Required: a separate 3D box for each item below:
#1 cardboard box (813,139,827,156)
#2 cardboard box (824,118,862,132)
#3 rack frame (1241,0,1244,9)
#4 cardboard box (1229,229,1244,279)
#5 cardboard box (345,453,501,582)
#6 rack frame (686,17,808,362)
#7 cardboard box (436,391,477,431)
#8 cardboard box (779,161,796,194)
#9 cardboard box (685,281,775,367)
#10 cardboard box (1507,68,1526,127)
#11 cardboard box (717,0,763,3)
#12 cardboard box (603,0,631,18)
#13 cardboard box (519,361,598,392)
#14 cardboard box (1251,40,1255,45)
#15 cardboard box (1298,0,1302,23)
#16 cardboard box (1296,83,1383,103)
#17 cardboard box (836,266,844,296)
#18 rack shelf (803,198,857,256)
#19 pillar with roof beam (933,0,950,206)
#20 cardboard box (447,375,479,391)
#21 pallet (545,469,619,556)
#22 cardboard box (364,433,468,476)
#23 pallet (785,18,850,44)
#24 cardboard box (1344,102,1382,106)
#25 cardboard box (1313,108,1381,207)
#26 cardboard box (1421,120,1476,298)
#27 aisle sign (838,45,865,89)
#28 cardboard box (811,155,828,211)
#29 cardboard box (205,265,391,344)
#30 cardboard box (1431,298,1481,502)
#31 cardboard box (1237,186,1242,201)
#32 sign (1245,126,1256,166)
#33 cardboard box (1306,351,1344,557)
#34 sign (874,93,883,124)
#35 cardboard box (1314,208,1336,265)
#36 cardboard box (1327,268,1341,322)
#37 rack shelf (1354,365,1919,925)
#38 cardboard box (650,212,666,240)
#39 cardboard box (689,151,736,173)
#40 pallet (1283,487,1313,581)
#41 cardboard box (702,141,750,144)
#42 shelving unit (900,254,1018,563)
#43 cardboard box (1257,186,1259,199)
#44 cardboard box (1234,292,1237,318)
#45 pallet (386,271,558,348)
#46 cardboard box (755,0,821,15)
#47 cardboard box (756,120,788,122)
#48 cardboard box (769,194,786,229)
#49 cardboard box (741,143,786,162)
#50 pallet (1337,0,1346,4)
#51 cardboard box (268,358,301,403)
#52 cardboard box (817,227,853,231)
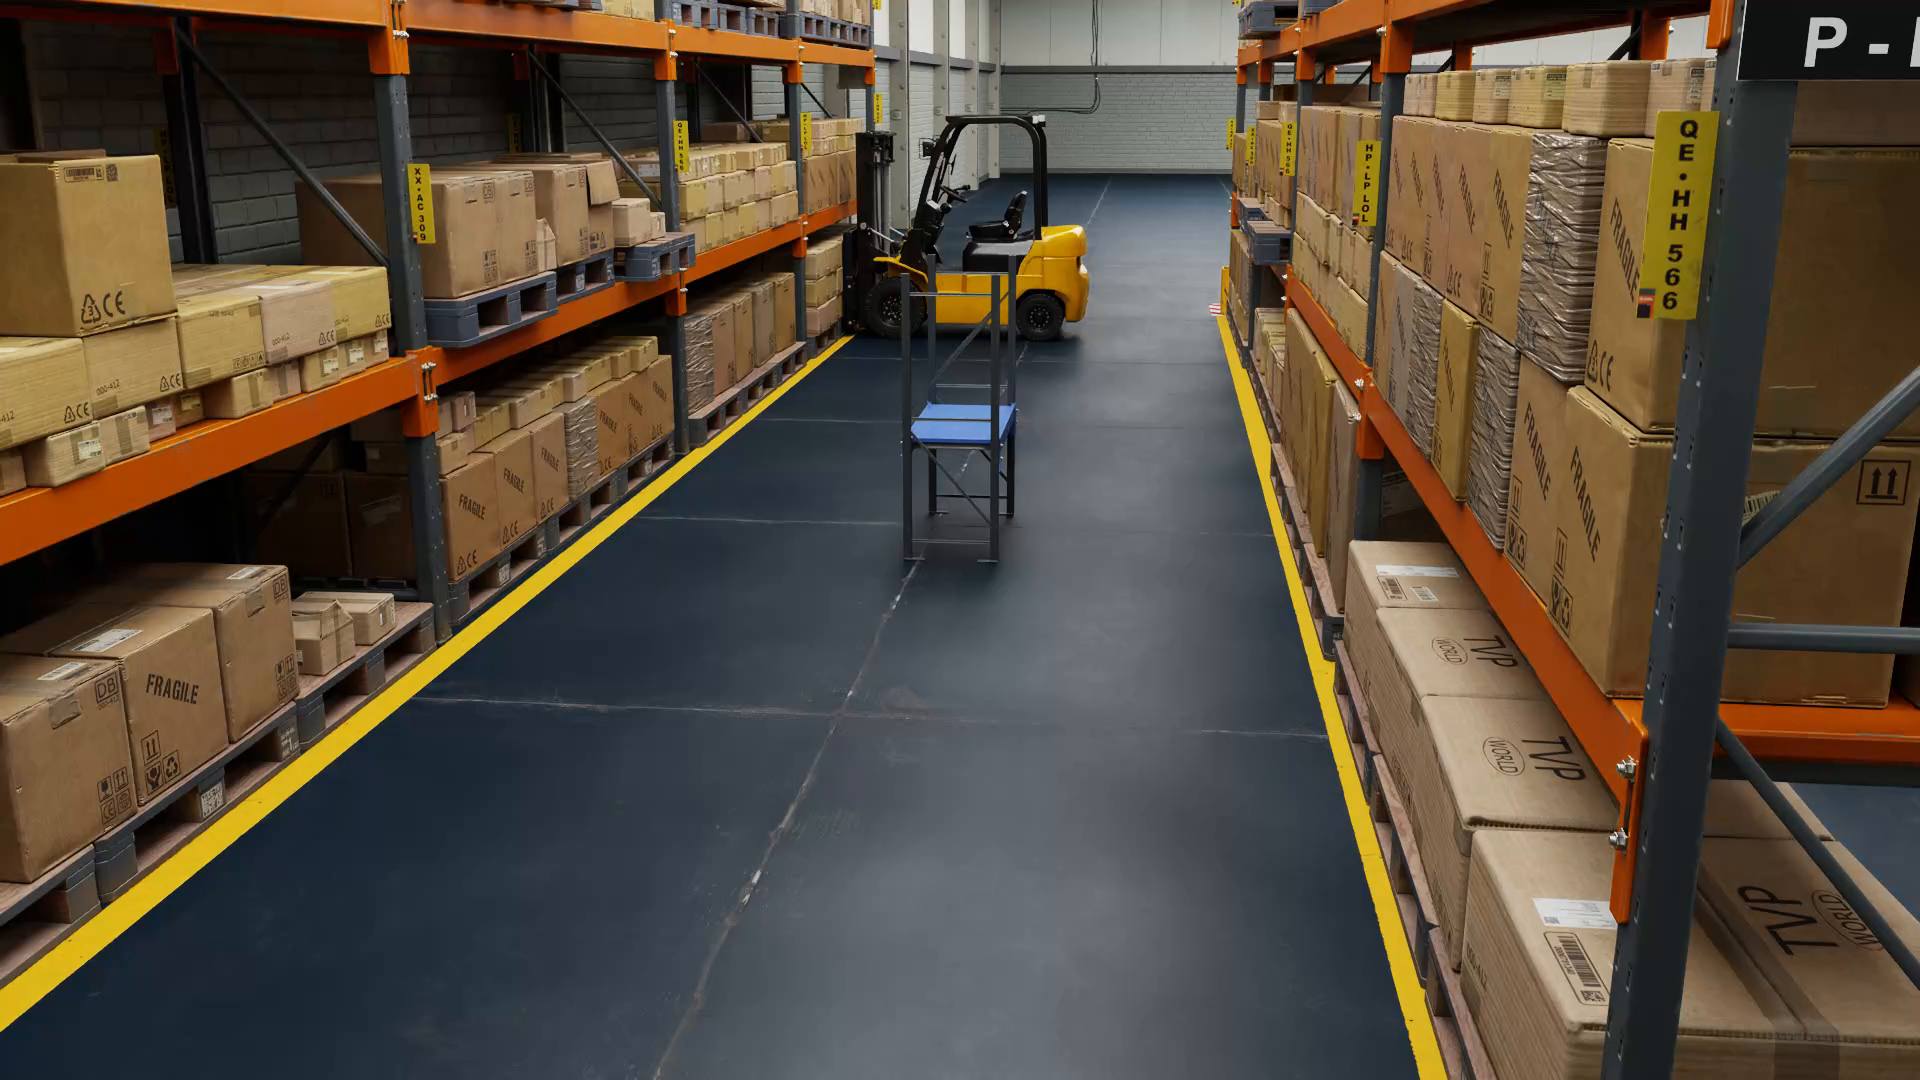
[{"bbox_3d":[-1.468,-3.713,15.712,0.380,0.149,0.250,2,15,7],"label":"cardboard box"},{"bbox_3d":[-1.276,-4.522,18.136,0.380,0.149,0.250,2,15,6],"label":"cardboard box"},{"bbox_3d":[3.487,-6.867,17.319,1.000,3.000,0.127,2,15,6],"label":"rack frame"},{"bbox_3d":[3.119,-3.001,17.541,0.500,0.500,0.500,1,15,4],"label":"cardboard box"},{"bbox_3d":[-2.521,-0.119,7.840,0.500,0.500,0.500,2,15,9],"label":"cardboard box"},{"bbox_3d":[-1.897,-3.079,14.802,1.000,3.000,0.127,2,15,6],"label":"rack frame"},{"bbox_3d":[-2.513,-0.611,7.846,0.380,0.149,0.250,1,15,4],"label":"cardboard box"},{"bbox_3d":[-1.698,-3.113,14.258,0.500,0.250,0.500,1,15,5],"label":"cardboard box"},{"bbox_3d":[-2.039,-1.799,13.812,0.875,0.625,0.625,2,15,6],"label":"cardboard box"},{"bbox_3d":[1.661,-1.165,4.372,0.380,0.149,0.250,2,15,8],"label":"cardboard box"},{"bbox_3d":[-1.823,-4.341,12.897,0.500,0.311,0.500,1,15,4],"label":"cardboard box"},{"bbox_3d":[-2.221,-3.146,9.593,0.500,0.250,0.500,2,15,6],"label":"cardboard box"},{"bbox_3d":[-2.328,-0.945,9.650,0.380,0.149,0.250,1,15,5],"label":"cardboard box"},{"bbox_3d":[2.996,-4.817,15.963,0.380,0.149,0.250,1,15,5],"label":"cardboard box"},{"bbox_3d":[2.728,-3.791,11.489,0.797,0.503,0.637,2,15,6],"label":"cardboard box"},{"bbox_3d":[3.301,-3.716,14.481,0.700,0.500,0.500,2,15,6],"label":"cardboard box"},{"bbox_3d":[-1.412,-2.573,16.435,0.500,0.250,0.500,2,15,6],"label":"cardboard box"},{"bbox_3d":[-1.671,-3.250,16.814,1.077,0.370,4.000,2,15,6],"label":"rack shelf"},{"bbox_3d":[3.889,-11.400,34.082,9.100,9.000,0.400,2,15,6],"label":"pillar with roof beam"},{"bbox_3d":[-2.882,-0.819,9.185,0.380,0.149,0.250,1,15,4],"label":"cardboard box"},{"bbox_3d":[-2.610,-0.187,9.451,1.003,0.211,1.213,2,15,6],"label":"pallet"},{"bbox_3d":[-2.494,-0.398,7.631,0.380,0.149,0.250,2,15,9],"label":"cardboard box"},{"bbox_3d":[-1.686,-5.022,16.410,1.003,0.211,1.213,2,15,6],"label":"pallet"},{"bbox_3d":[3.136,-3.264,12.678,0.380,0.149,0.250,1,15,4],"label":"cardboard box"},{"bbox_3d":[2.166,-2.044,8.867,0.500,0.500,0.500,2,15,8],"label":"cardboard box"},{"bbox_3d":[1.707,-1.010,5.044,0.500,0.500,0.500,2,15,7],"label":"cardboard box"},{"bbox_3d":[-1.146,-5.380,18.330,0.394,0.787,0.004,2,15,6],"label":"aisle sign"},{"bbox_3d":[-1.545,-3.370,15.688,0.500,0.500,0.500,2,15,7],"label":"cardboard box"},{"bbox_3d":[-2.614,-0.936,6.594,0.500,0.250,0.500,2,15,8],"label":"cardboard box"},{"bbox_3d":[1.638,-0.400,4.704,0.500,0.500,0.500,2,15,8],"label":"cardboard box"},{"bbox_3d":[3.044,-3.571,17.103,0.380,0.149,0.250,2,15,7],"label":"cardboard box"},{"bbox_3d":[2.496,-3.366,14.204,0.100,0.325,0.005,2,15,6],"label":"sign"},{"bbox_3d":[2.218,-0.434,8.285,0.875,0.875,0.875,2,15,8],"label":"cardboard box"},{"bbox_3d":[-0.908,-4.770,18.384,0.100,0.325,0.005,2,15,6],"label":"sign"},{"bbox_3d":[2.084,-1.547,8.466,0.500,0.250,0.500,2,15,7],"label":"cardboard box"},{"bbox_3d":[2.068,-1.173,8.039,0.500,0.250,0.500,1,15,5],"label":"cardboard box"},{"bbox_3d":[1.907,0.007,4.767,1.077,0.370,4.000,2,15,6],"label":"rack shelf"},{"bbox_3d":[-2.041,-1.941,10.272,0.380,0.149,0.250,2,15,7],"label":"cardboard box"},{"bbox_3d":[-1.884,-2.812,12.380,0.380,0.149,0.250,2,15,7],"label":"cardboard box"},{"bbox_3d":[2.280,-0.032,8.877,1.003,0.211,1.213,2,15,6],"label":"pallet"},{"bbox_3d":[-2.115,-3.531,15.041,0.380,0.149,0.250,2,15,6],"label":"cardboard box"},{"bbox_3d":[0.010,-0.746,9.048,0.538,1.500,1.048,2,15,6],"label":"shelving unit"},{"bbox_3d":[2.660,-2.881,13.747,0.380,0.149,0.250,2,15,7],"label":"cardboard box"},{"bbox_3d":[3.007,-2.371,16.649,0.500,0.250,0.500,3,15,10],"label":"cardboard box"},{"bbox_3d":[-2.601,-1.115,7.908,1.003,0.211,1.213,2,15,6],"label":"pallet"},{"bbox_3d":[-1.561,-4.943,15.126,0.500,0.311,0.500,2,15,7],"label":"cardboard box"},{"bbox_3d":[-1.898,-4.140,16.723,0.380,0.149,0.250,2,15,7],"label":"cardboard box"},{"bbox_3d":[-1.745,-2.738,13.827,0.500,0.250,0.500,2,15,6],"label":"cardboard box"},{"bbox_3d":[-1.714,-3.345,14.353,0.380,0.149,0.250,2,15,8],"label":"cardboard box"},{"bbox_3d":[2.441,-2.794,8.365,1.003,0.211,1.213,2,15,9],"label":"pallet"},{"bbox_3d":[-2.654,-0.589,6.076,0.380,0.149,0.250,2,15,8],"label":"cardboard box"},{"bbox_3d":[-1.239,-3.213,17.846,0.500,0.250,0.500,2,15,7],"label":"cardboard box"}]
